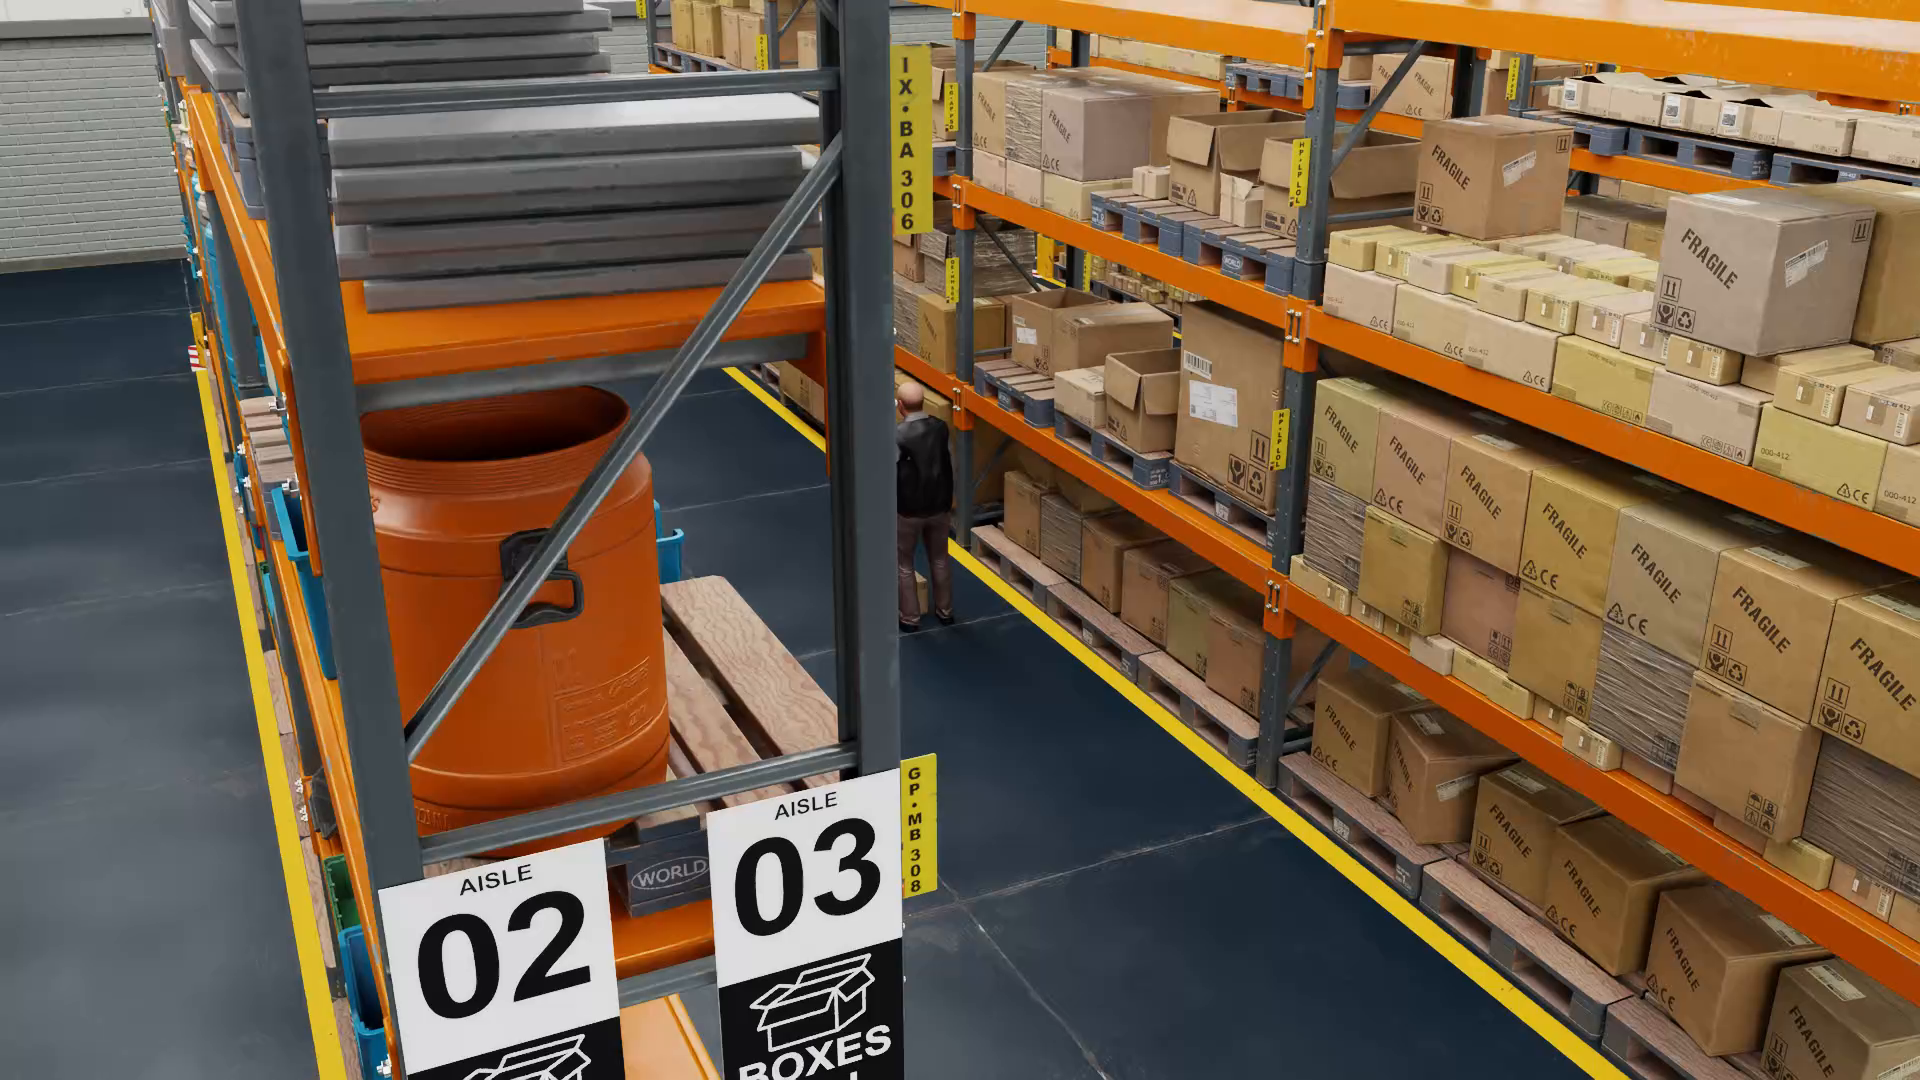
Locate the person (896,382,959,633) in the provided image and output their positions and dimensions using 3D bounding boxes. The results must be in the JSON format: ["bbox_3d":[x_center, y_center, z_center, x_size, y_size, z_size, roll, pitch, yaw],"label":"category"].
[{"bbox_3d":[-0.273,-0.211,11.143,0.594,1.722,0.419,-12,25,-26],"label":"person"}]
